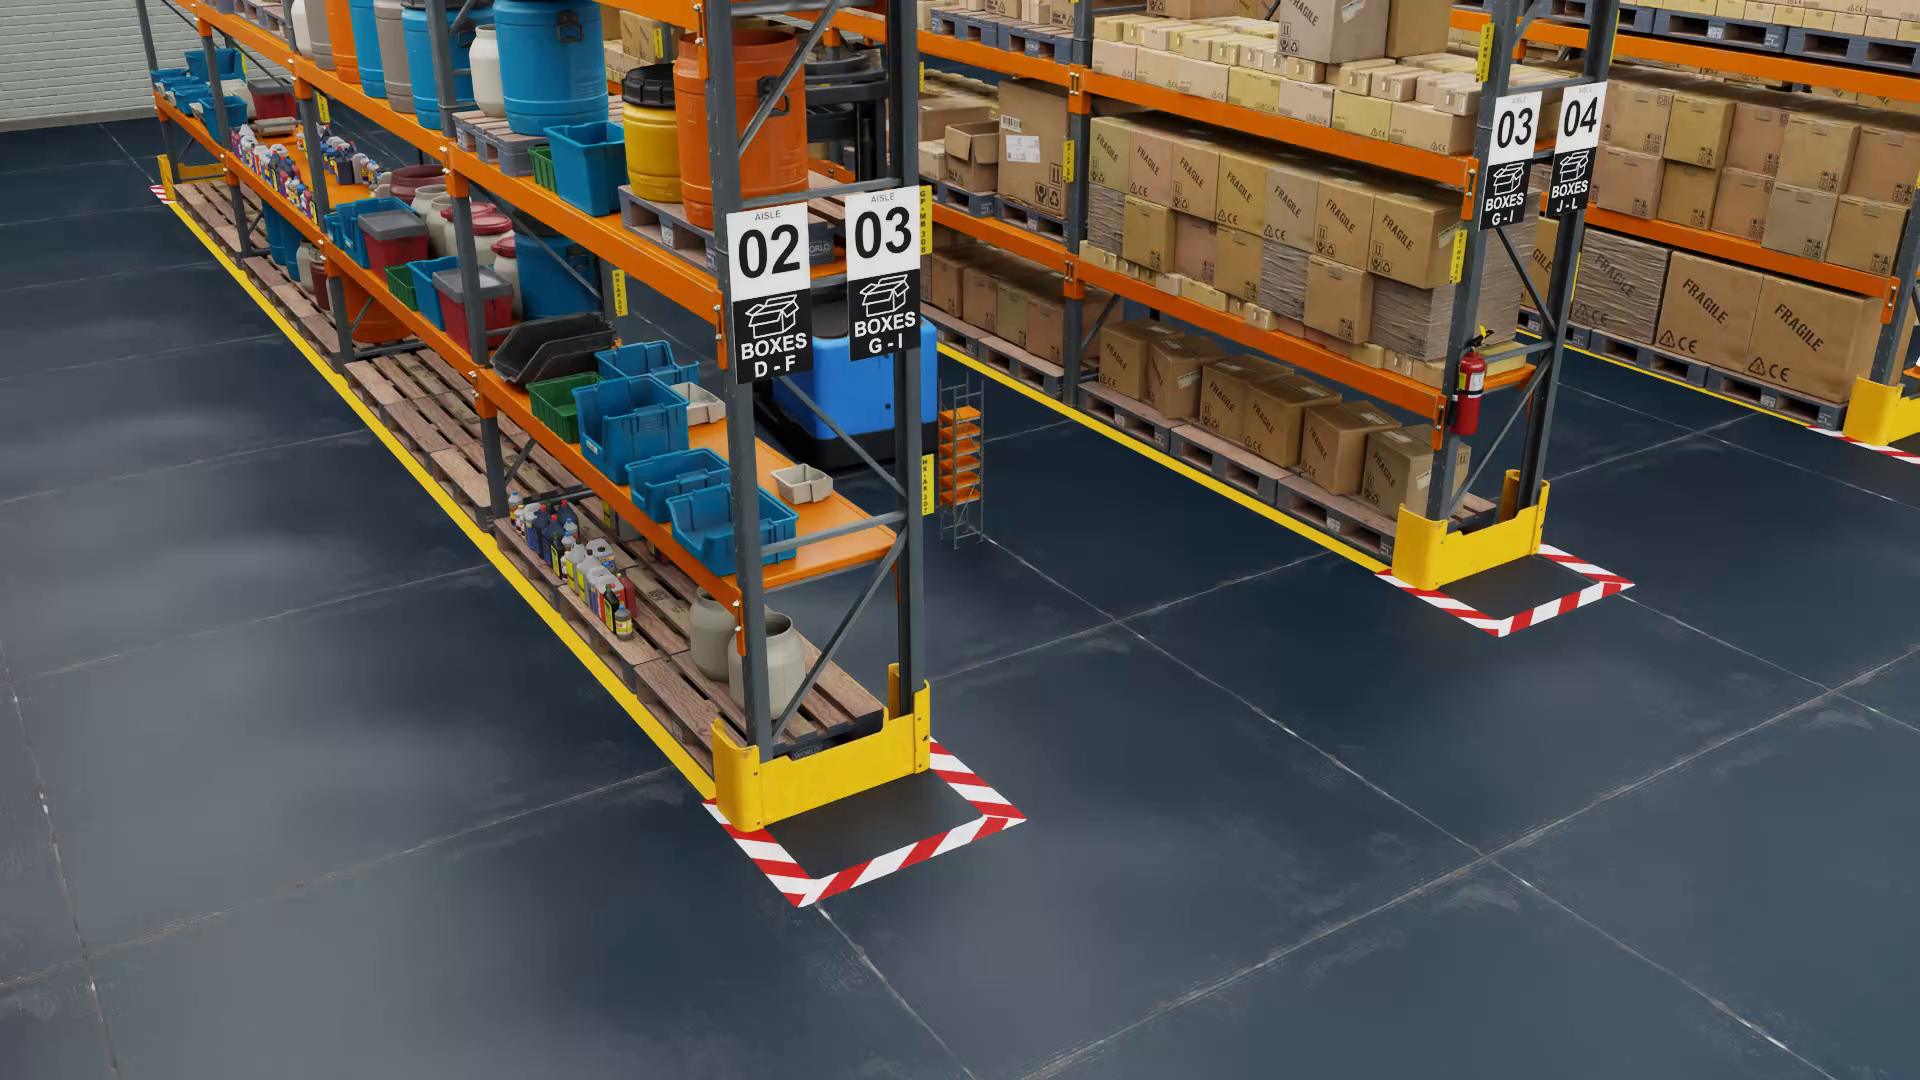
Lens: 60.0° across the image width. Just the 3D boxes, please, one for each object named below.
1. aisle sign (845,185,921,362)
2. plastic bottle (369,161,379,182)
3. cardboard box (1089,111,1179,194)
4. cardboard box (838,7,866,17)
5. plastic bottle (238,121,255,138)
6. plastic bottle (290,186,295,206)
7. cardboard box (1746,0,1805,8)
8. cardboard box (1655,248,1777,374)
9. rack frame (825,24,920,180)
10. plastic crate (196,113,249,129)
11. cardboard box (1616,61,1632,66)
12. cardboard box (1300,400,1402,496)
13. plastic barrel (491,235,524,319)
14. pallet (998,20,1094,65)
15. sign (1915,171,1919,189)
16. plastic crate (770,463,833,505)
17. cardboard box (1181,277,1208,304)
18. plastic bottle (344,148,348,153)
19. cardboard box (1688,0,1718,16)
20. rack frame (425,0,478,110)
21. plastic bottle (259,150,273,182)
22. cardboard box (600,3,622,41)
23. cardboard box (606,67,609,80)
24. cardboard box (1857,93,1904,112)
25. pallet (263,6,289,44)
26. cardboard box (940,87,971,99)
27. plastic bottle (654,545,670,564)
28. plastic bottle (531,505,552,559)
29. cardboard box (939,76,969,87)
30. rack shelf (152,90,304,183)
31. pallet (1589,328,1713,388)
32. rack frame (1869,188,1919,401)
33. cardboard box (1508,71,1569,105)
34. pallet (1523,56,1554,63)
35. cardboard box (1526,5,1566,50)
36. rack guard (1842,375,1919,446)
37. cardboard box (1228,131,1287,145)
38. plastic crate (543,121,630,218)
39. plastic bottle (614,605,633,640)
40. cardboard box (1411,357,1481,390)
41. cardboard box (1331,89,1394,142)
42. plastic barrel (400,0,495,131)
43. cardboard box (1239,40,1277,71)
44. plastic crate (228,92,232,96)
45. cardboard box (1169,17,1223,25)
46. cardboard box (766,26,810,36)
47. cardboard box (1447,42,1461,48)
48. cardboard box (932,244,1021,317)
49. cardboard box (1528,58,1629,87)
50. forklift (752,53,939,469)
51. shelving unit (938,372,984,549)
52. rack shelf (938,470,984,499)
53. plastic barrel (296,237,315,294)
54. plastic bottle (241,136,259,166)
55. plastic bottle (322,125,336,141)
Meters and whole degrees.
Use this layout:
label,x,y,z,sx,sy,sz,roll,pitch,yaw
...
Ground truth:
label,x,y,z,sx,sy,sz,roll,pitch,yaw
aisle sign,-0.356,-1.244,7.789,0.394,0.787,0.004,-16,29,-30
plastic bottle,-5.465,-3.403,15.558,0.097,0.271,0.097,0,25,0
cardboard box,1.358,-3.023,12.965,0.500,0.500,0.500,-16,29,-30
cardboard box,-0.814,-5.103,15.670,0.500,0.250,0.500,-15,29,-29
plastic bottle,-7.249,-4.080,16.899,0.144,0.351,0.185,-16,29,-30
plastic bottle,-6.025,-3.145,15.094,0.097,0.201,0.097,0,25,0
cardboard box,6.673,-4.427,13.281,0.500,0.250,0.500,-16,29,-30
cardboard box,6.813,-2.071,14.582,0.875,0.875,0.875,-16,30,-30
rack frame,-0.858,-4.042,16.760,1.000,3.000,0.127,-16,29,-30
plastic crate,-8.027,-4.559,18.107,0.437,0.125,0.590,-16,29,-30
cardboard box,8.221,-5.787,20.260,0.380,0.149,0.250,-14,29,-28
cardboard box,2.828,-0.673,12.060,0.500,0.500,0.500,-8,26,-16
plastic barrel,-3.163,-1.912,12.089,0.433,0.535,0.433,0,25,0
pallet,1.078,-4.128,13.650,1.213,0.211,1.003,-16,29,-30
sign,7.258,-2.809,12.516,0.100,0.325,0.005,-16,29,-30
plastic crate,-0.859,-0.302,9.147,0.298,0.136,0.250,-16,29,-30
cardboard box,1.894,-1.909,12.537,0.380,0.149,0.250,-16,29,-30
plastic bottle,-5.922,-3.655,16.092,0.097,0.271,0.097,0,25,0
cardboard box,6.281,-4.455,13.808,0.380,0.149,0.250,-15,29,-29
rack frame,-2.824,-4.170,10.004,1.000,3.000,0.127,-16,29,-30
plastic bottle,-6.626,-3.594,15.956,0.152,0.276,0.135,-16,29,-30
cardboard box,-4.628,-6.712,21.365,0.500,0.500,0.500,-16,30,-31
cardboard box,-4.322,-5.942,21.081,0.380,0.149,0.250,-15,29,-29
cardboard box,9.929,-4.704,17.697,0.500,0.500,0.500,-16,29,-30
pallet,-5.343,-4.455,14.343,1.003,0.211,1.213,-16,29,-30
cardboard box,-0.060,-6.392,23.890,0.380,0.149,0.250,-15,29,-29
plastic bottle,-1.953,0.004,10.857,0.061,0.283,0.133,-16,29,-30
plastic bottle,-2.731,-0.072,10.940,0.144,0.351,0.185,-15,29,-28
cardboard box,-0.088,-6.789,24.730,0.380,0.149,0.250,-17,30,-32
rack shelf,-8.283,-4.708,19.015,1.077,0.370,4.000,-16,29,-30
pallet,6.556,-1.743,15.157,1.003,0.211,1.213,-16,29,-30
rack frame,7.720,-2.300,13.071,1.000,3.000,0.127,-16,29,-30
cardboard box,3.553,-2.802,10.328,0.380,0.149,0.250,-16,30,-30
pallet,7.924,-6.034,21.206,1.213,0.211,1.003,-16,29,-30
cardboard box,7.497,-6.506,21.023,0.500,0.500,0.500,-16,30,-31
rack guard,7.733,-1.161,13.586,1.175,0.500,0.348,-16,29,-30
cardboard box,2.348,-2.788,12.469,0.500,0.500,0.500,-16,29,-30
plastic crate,-1.934,-1.987,8.913,0.392,0.384,0.575,-16,29,-30
plastic bottle,-2.010,0.486,9.932,0.097,0.201,0.097,0,25,0
cardboard box,3.181,-1.121,10.867,0.380,0.149,0.250,-16,29,-30
cardboard box,2.758,-2.760,10.707,0.500,0.250,0.500,-15,29,-29
plastic barrel,-3.283,-3.171,10.815,0.600,0.901,0.708,-16,29,-30
cardboard box,2.158,-3.350,11.490,0.380,0.149,0.250,-15,29,-28
plastic crate,-8.282,-5.105,19.251,0.298,0.136,0.250,-16,29,-30
cardboard box,1.815,-3.914,12.685,0.380,0.149,0.250,-15,29,-29
cardboard box,-1.968,-5.278,18.087,0.797,0.503,0.637,-14,29,-28
cardboard box,6.660,-6.583,22.319,0.500,0.250,0.500,-15,29,-29
cardboard box,0.154,-2.479,15.862,0.700,0.500,0.500,-13,28,-25
cardboard box,5.709,-4.147,15.543,0.875,0.550,0.550,-16,29,-30
forklift,-1.234,-2.468,13.508,1.130,2.935,3.031,-11,27,-22
shelving unit,0.008,-0.537,11.445,0.258,1.200,0.189,-16,29,-30
rack shelf,0.008,-0.389,11.516,0.258,0.103,0.180,-16,29,-30
plastic barrel,-6.289,-2.708,16.358,0.421,0.512,0.421,0,25,0
plastic bottle,-7.058,-3.877,16.556,0.152,0.276,0.135,-16,29,-30
plastic bottle,-6.314,-3.977,16.681,0.144,0.351,0.185,-16,29,-30
